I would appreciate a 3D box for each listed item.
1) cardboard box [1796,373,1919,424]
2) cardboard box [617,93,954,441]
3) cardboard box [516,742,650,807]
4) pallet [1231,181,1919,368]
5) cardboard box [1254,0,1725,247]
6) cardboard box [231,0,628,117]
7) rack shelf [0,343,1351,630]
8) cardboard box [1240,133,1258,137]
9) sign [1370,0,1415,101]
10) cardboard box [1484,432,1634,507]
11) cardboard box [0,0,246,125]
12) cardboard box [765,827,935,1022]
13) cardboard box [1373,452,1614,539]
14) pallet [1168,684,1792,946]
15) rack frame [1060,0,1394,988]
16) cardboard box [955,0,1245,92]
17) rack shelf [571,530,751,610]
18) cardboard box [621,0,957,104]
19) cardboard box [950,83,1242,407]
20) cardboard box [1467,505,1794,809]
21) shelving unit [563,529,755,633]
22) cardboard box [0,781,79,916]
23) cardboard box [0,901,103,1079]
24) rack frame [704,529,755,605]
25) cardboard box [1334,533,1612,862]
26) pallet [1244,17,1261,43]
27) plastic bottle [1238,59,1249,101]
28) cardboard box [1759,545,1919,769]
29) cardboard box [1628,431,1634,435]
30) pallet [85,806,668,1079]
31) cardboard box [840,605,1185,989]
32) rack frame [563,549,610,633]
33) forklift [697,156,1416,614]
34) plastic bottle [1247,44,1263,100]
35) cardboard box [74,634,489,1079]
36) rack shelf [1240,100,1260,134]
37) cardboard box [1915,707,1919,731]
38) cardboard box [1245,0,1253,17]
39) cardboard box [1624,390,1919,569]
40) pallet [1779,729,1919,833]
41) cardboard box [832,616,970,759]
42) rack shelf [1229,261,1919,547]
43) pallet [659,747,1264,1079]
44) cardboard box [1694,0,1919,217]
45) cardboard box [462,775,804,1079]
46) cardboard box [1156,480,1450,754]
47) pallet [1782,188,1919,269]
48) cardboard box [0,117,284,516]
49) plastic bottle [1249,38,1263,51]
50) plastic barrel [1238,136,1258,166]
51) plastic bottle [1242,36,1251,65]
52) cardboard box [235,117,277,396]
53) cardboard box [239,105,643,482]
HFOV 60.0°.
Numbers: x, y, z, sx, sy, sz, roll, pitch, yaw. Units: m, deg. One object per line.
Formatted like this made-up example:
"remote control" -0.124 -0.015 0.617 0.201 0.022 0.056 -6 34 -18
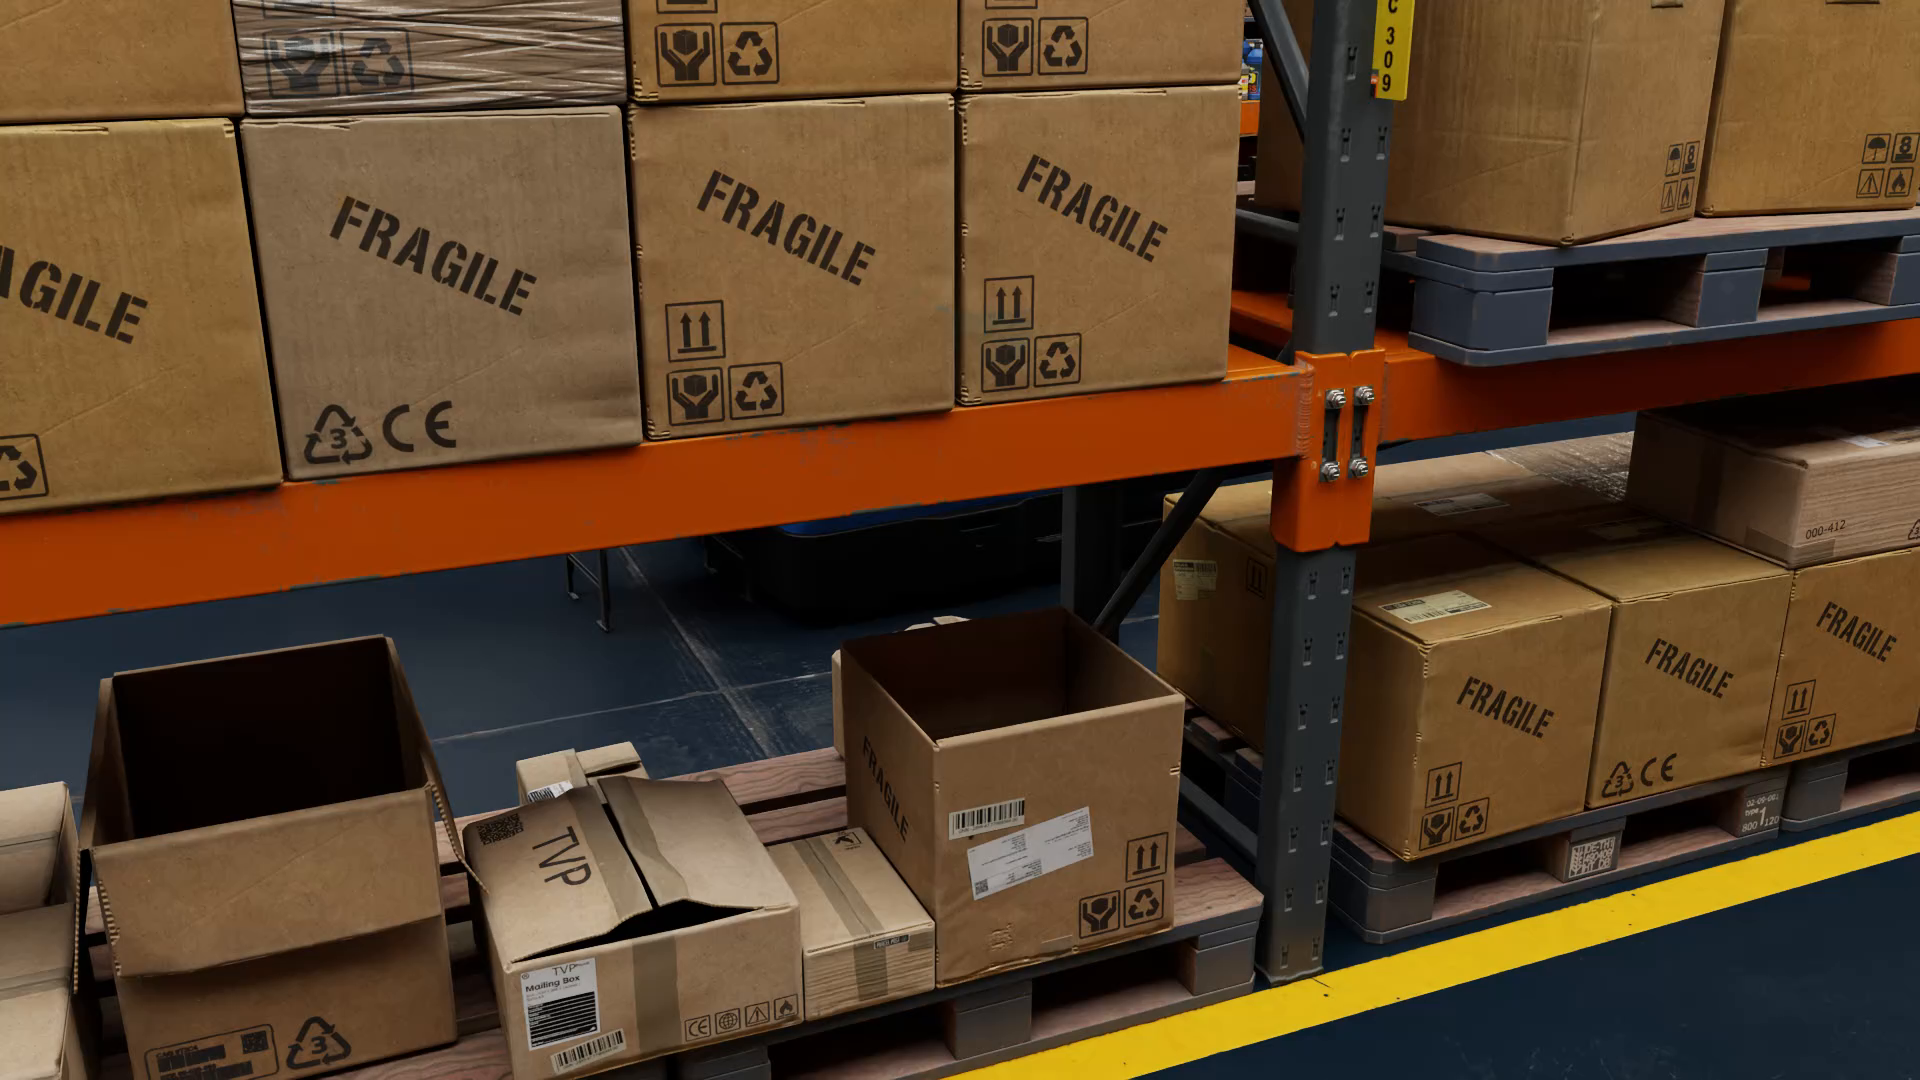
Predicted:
"cardboard box" 2.418 -0.225 4.117 0.500 0.250 0.500 -9 21 -23
"cardboard box" -0.331 -0.491 2.749 0.500 0.500 0.500 -8 21 -20
"cardboard box" -0.762 0.579 3.465 0.250 0.166 0.380 -8 21 -22
"pallet" 1.276 -0.637 3.604 1.213 0.211 1.003 -8 21 -22
"cardboard box" 1.023 -0.895 3.265 0.500 0.500 0.700 -17 26 -40
"cardboard box" -0.795 -0.895 2.391 0.500 0.500 0.500 -8 21 -21
"rack shelf" -1.337 -0.054 2.741 4.000 0.370 1.077 -8 21 -22
"cardboard box" 2.393 -3.553 14.699 0.500 0.500 0.700 -10 22 -27
"sign" 0.721 -0.900 2.758 0.005 0.325 0.100 -8 21 -22
"cardboard box" 1.757 0.035 4.508 0.500 0.500 0.500 -8 21 -21
"cardboard box" -1.257 -0.829 2.204 0.500 0.500 0.500 -8 21 -22
"cardboard box" -0.232 0.710 3.118 0.250 0.149 0.380 -8 21 -22
"cardboard box" 1.296 0.101 4.321 0.500 0.500 0.500 -8 21 -22
"pallet" 1.231 0.541 4.168 1.213 0.211 1.003 -8 21 -22
"rack frame" 0.499 -0.656 3.368 0.127 3.000 1.000 -8 21 -22
"cardboard box" 0.137 -1.029 2.773 0.500 0.500 0.500 -8 21 -22
"rack shelf" -0.988 -0.124 5.363 0.480 0.518 0.431 -11 22 -28
"cardboard box" -0.332 -0.961 2.579 0.500 0.500 0.500 -9 21 -23
"cardboard box" 0.142 -0.559 2.943 0.500 0.500 0.500 -8 21 -21
"cardboard box" 1.525 0.253 3.889 0.500 0.500 0.500 -8 21 -21
"shelving unit" -0.988 -0.798 5.126 0.503 2.100 0.431 -11 22 -28
"cardboard box" -1.888 0.697 3.003 0.500 0.250 0.500 -8 21 -22
"cardboard box" -1.644 0.843 2.589 0.500 0.250 0.500 -8 21 -22
"rack frame" -0.777 -0.838 5.241 0.015 2.100 0.400 -11 22 -28
"cardboard box" 1.040 0.326 3.680 0.500 0.500 0.500 -9 21 -24
"pallet" 2.053 -4.386 14.251 1.213 0.211 1.003 -8 21 -22
"plastic bottle" 1.418 -2.338 8.444 0.097 0.201 0.097 0 19 0
"cardboard box" 1.987 0.189 4.069 0.500 0.500 0.500 -8 21 -21
"cardboard box" 2.223 -0.033 4.699 0.500 0.500 0.500 -9 21 -24
"pallet" -1.254 0.911 3.116 1.213 0.211 1.003 -8 21 -22
"cardboard box" 0.088 0.477 3.252 0.500 0.500 0.500 -8 21 -22
"rack frame" -1.200 -0.757 5.011 0.015 2.100 0.400 -11 22 -28
"forklift" 0.545 -1.487 5.831 3.031 2.935 1.130 -11 22 -28
"plastic bottle" 1.507 -2.384 8.469 0.097 0.271 0.097 0 19 0
"cardboard box" -1.224 0.563 3.004 0.637 0.503 0.797 -8 21 -22
"rack shelf" 0.377 -2.091 8.527 4.000 0.370 1.077 -8 21 -22
"cardboard box" 2.451 0.123 4.258 0.500 0.500 0.500 -9 21 -24
"cardboard box" 2.369 -4.720 14.124 0.637 0.503 0.797 -6 20 -16
"cardboard box" 1.958 -0.159 3.929 0.500 0.250 0.500 -8 21 -22
"pallet" 2.353 0.379 4.628 1.213 0.211 1.003 -8 21 -22
"cardboard box" 0.028 0.394 3.772 0.500 0.311 0.500 -8 21 -22
"rack shelf" 2.335 -0.580 4.235 4.000 0.370 1.077 -8 21 -22
"pallet" -0.132 0.750 3.576 1.213 0.211 1.003 -8 21 -22
"cardboard box" 1.629 -1.005 3.577 0.500 0.500 0.700 -5 20 -13
"cardboard box" -0.600 0.665 3.003 0.500 0.311 0.500 -8 21 -22
"cardboard box" 0.839 0.163 4.143 0.500 0.500 0.500 -8 21 -22
"pallet" 2.388 -0.834 4.164 1.213 0.211 1.003 -8 21 -22
"cardboard box" -1.269 -0.355 2.362 0.500 0.500 0.500 -8 21 -21
"plastic bottle" 1.688 -2.676 9.293 0.135 0.276 0.152 -8 21 -22
"plastic barrel" 1.771 -1.798 9.247 0.708 0.830 0.600 -8 21 -22
"plastic bottle" 1.571 -2.667 9.274 0.097 0.271 0.097 0 19 0
"cardboard box" -1.472 -0.518 2.827 0.500 0.500 0.500 -8 21 -23
"cardboard box" -0.802 -0.423 2.555 0.500 0.500 0.500 -8 21 -21
